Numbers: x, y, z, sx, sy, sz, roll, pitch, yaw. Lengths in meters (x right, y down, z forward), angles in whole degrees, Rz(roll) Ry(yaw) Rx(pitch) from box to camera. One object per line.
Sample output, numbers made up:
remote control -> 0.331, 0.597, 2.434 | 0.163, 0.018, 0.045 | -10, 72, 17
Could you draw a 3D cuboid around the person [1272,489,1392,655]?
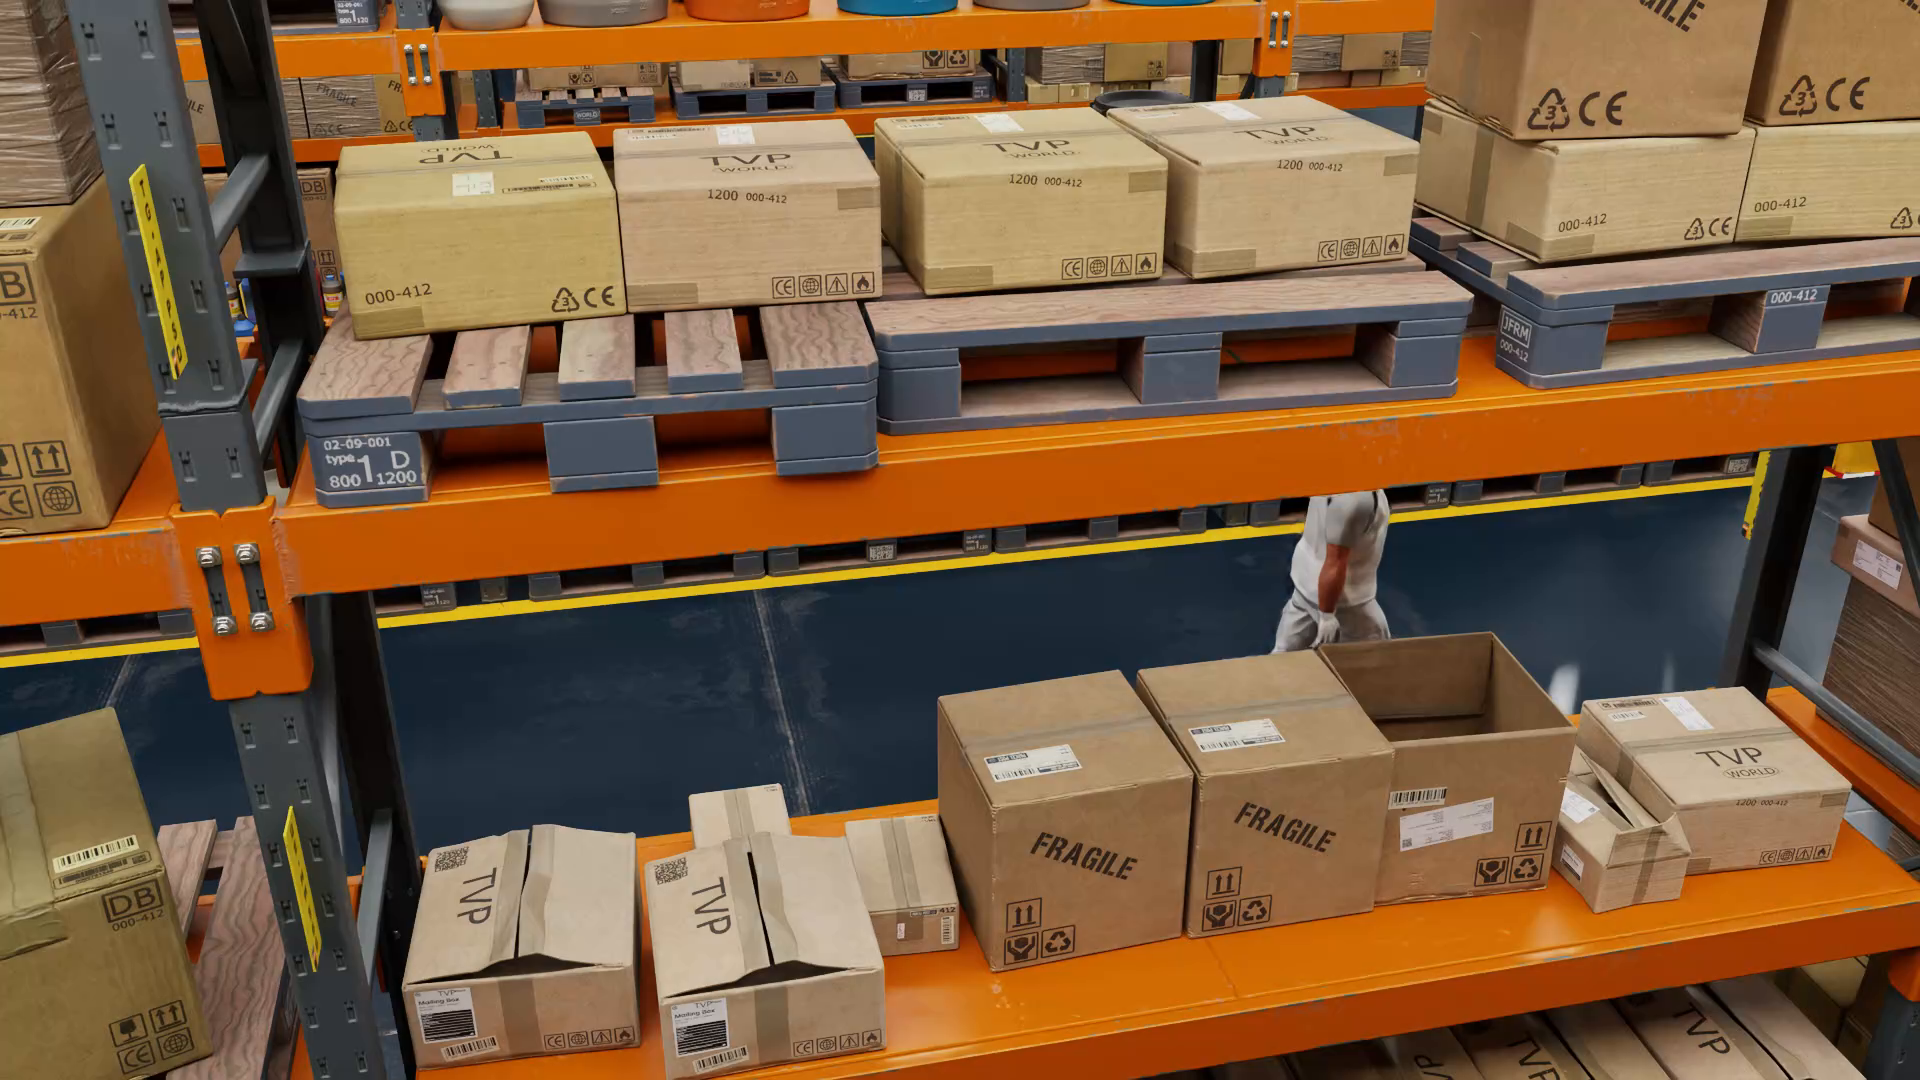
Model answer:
person -> 1.491, 0.191, 6.738 | 1.073, 1.747, 0.540 | -3, 27, -6
